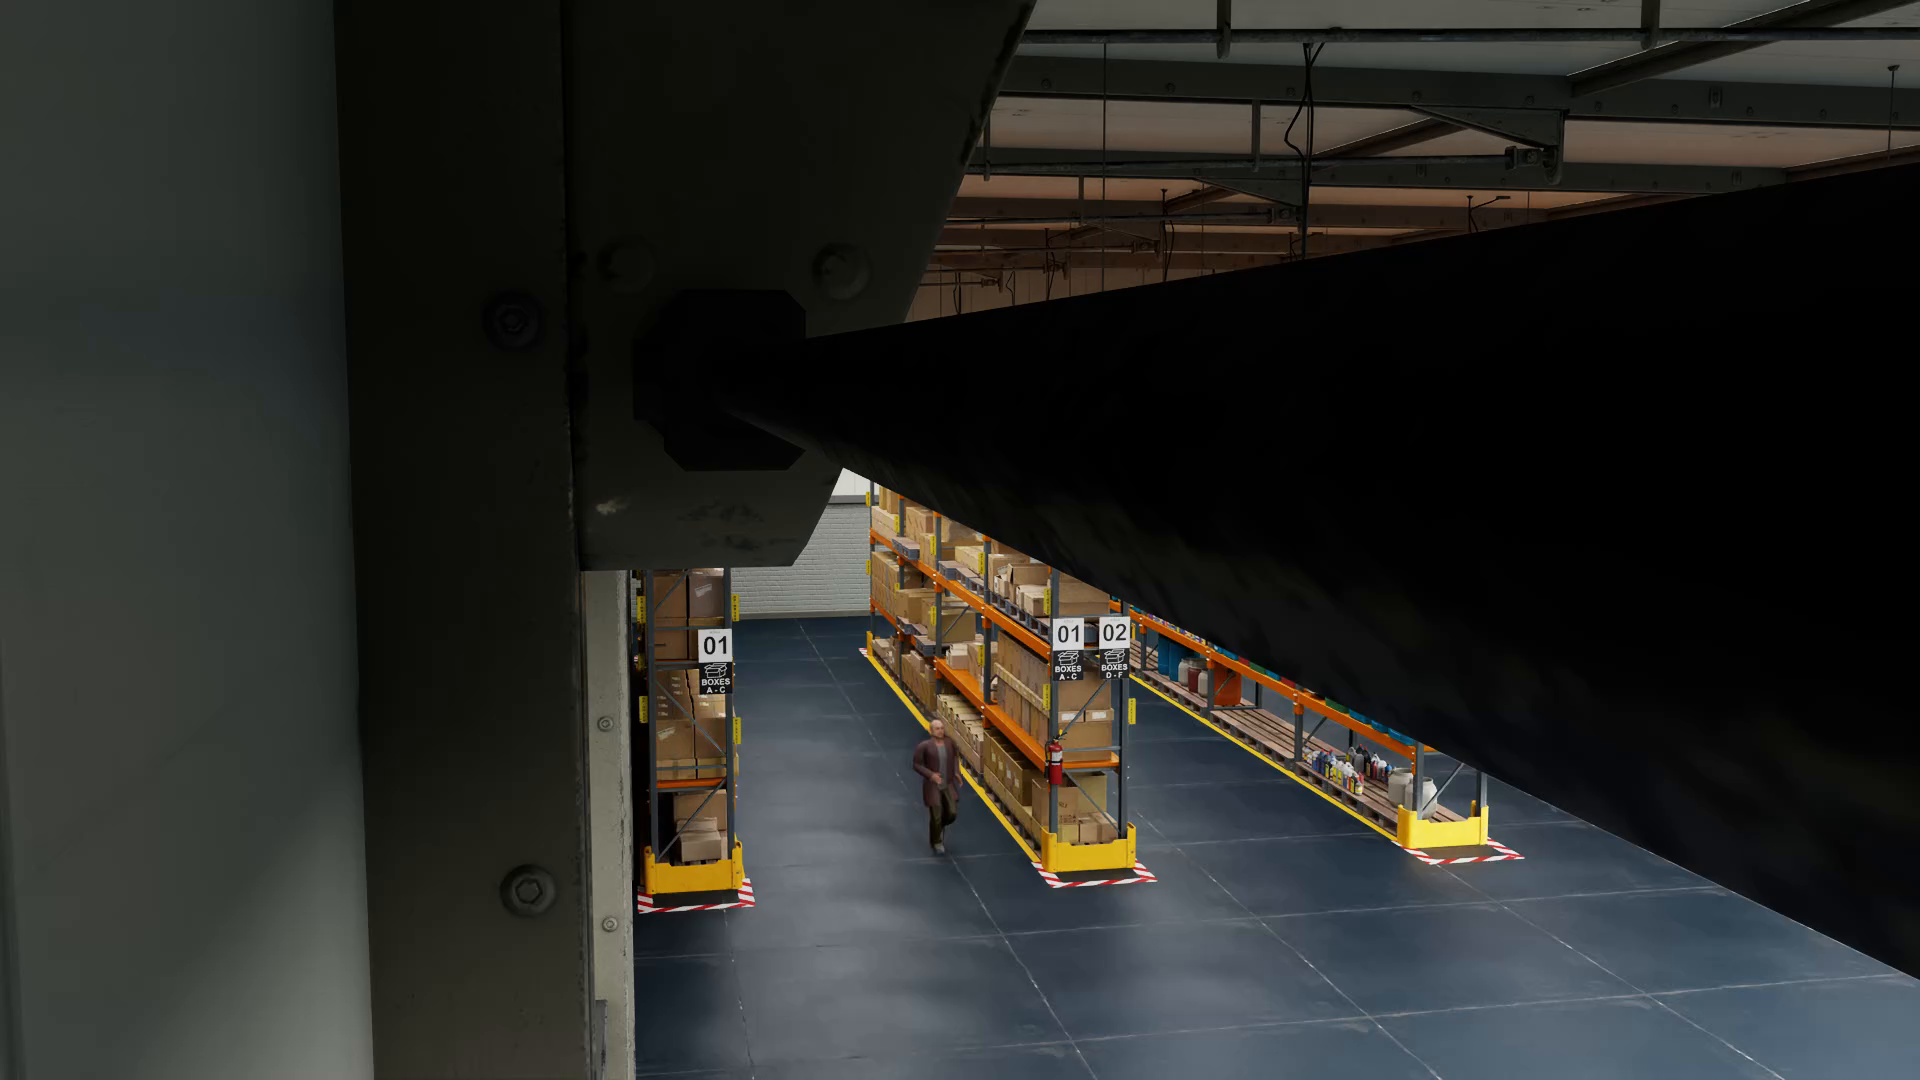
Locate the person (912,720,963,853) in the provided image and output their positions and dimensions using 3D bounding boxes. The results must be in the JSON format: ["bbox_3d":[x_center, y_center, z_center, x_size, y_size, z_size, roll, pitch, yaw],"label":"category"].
[{"bbox_3d":[-0.273,3.211,21.688,0.707,1.736,0.633,-3,7,-24],"label":"person"}]
